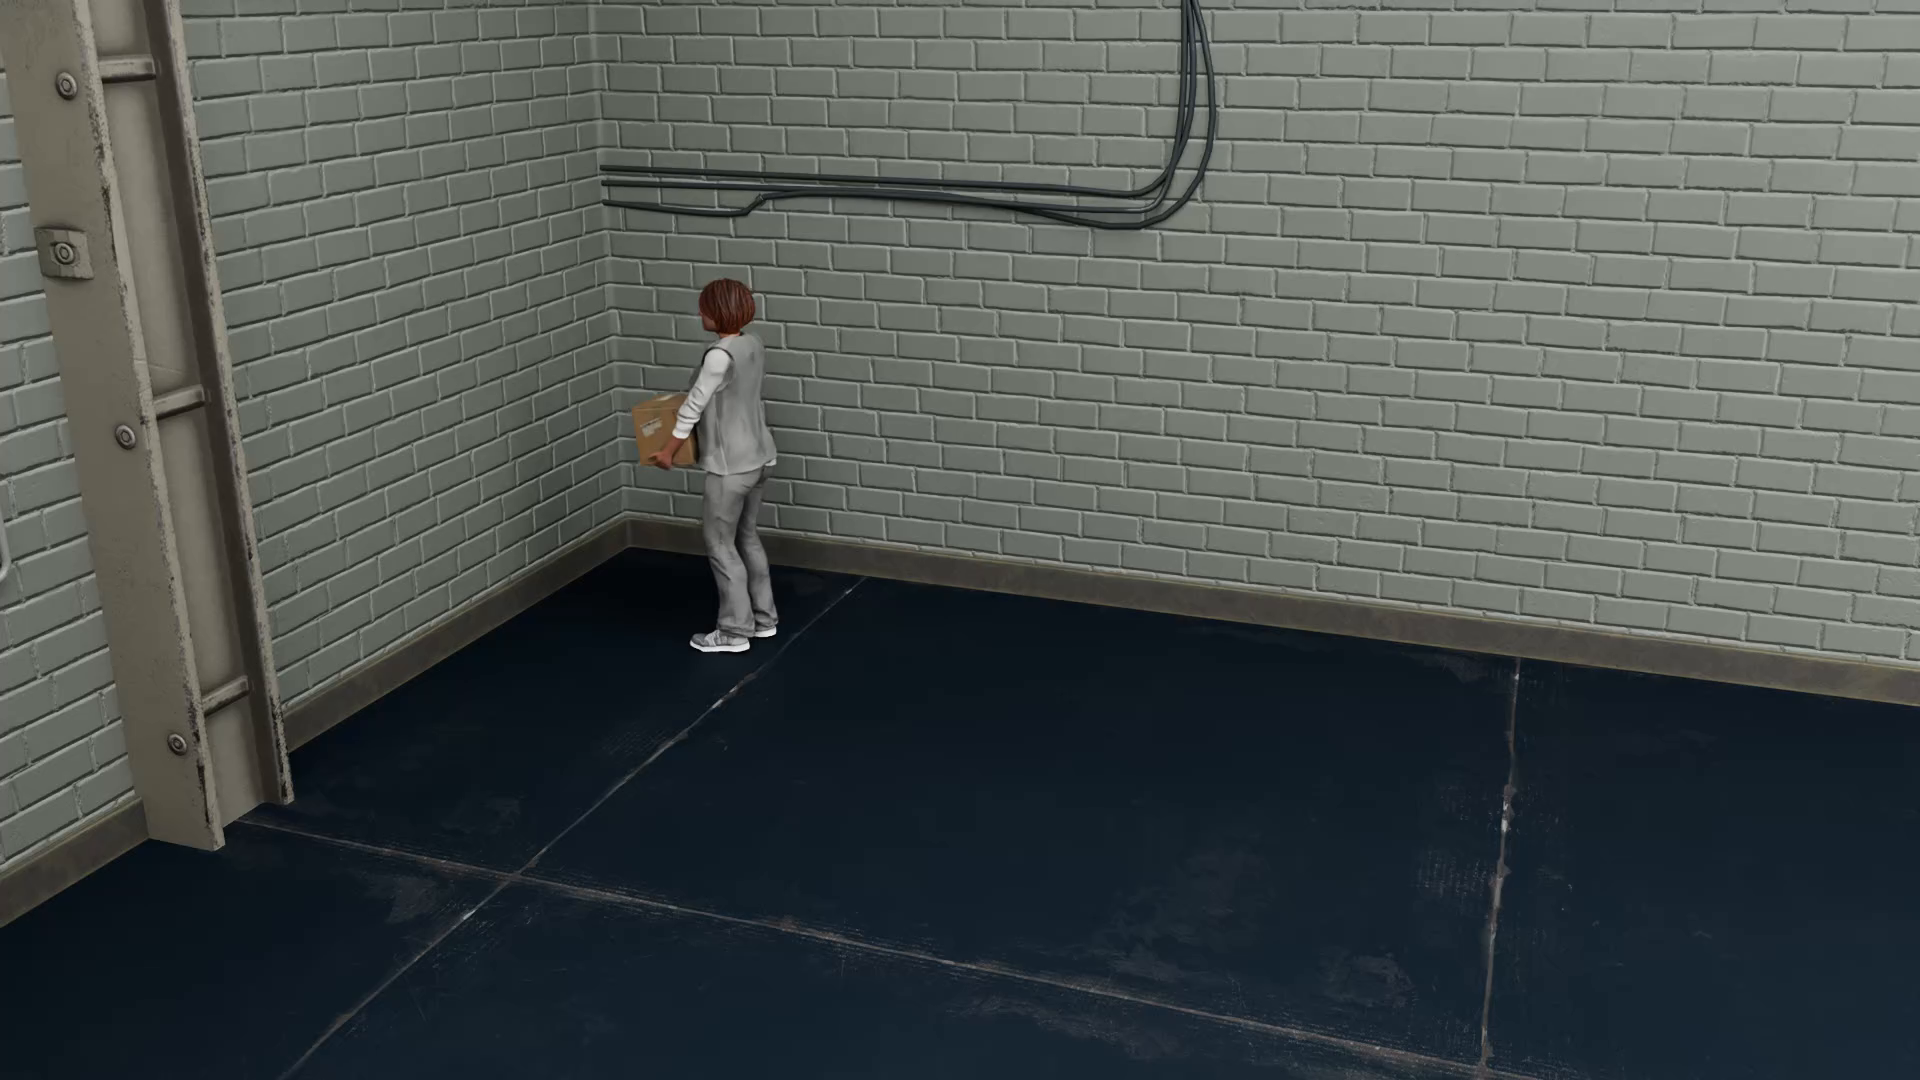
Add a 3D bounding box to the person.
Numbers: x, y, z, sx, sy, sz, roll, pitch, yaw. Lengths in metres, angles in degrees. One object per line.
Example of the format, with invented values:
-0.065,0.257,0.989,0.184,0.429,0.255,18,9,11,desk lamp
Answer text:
-1.029,-0.690,6.858,0.492,0.797,0.375,6,20,18,person
